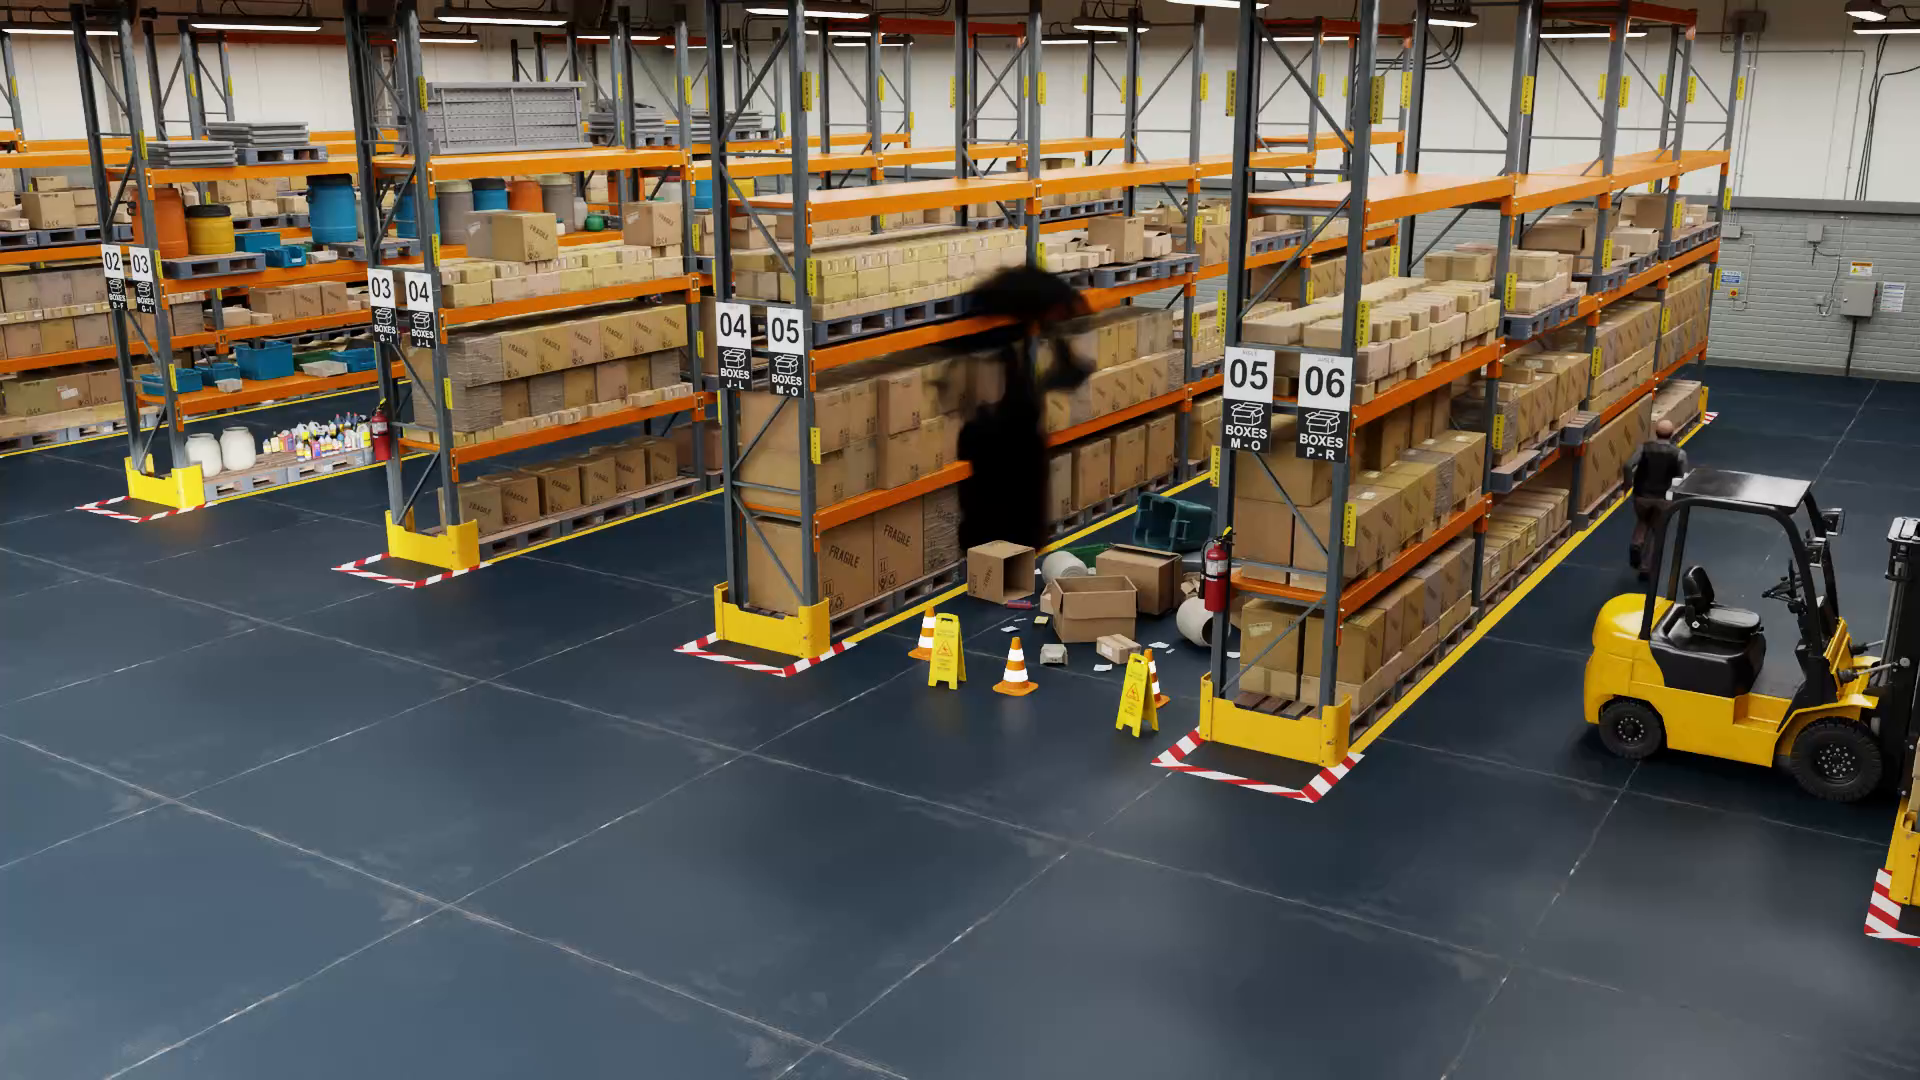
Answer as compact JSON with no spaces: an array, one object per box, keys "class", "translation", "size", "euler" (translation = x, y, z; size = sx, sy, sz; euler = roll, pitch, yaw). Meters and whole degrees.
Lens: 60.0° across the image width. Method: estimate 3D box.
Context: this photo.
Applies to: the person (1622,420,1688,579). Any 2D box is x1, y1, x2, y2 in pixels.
[{"class":"person","translation":[7.406,-0.460,17.733],"size":[0.640,1.675,0.662],"euler":[9,18,30]}]
